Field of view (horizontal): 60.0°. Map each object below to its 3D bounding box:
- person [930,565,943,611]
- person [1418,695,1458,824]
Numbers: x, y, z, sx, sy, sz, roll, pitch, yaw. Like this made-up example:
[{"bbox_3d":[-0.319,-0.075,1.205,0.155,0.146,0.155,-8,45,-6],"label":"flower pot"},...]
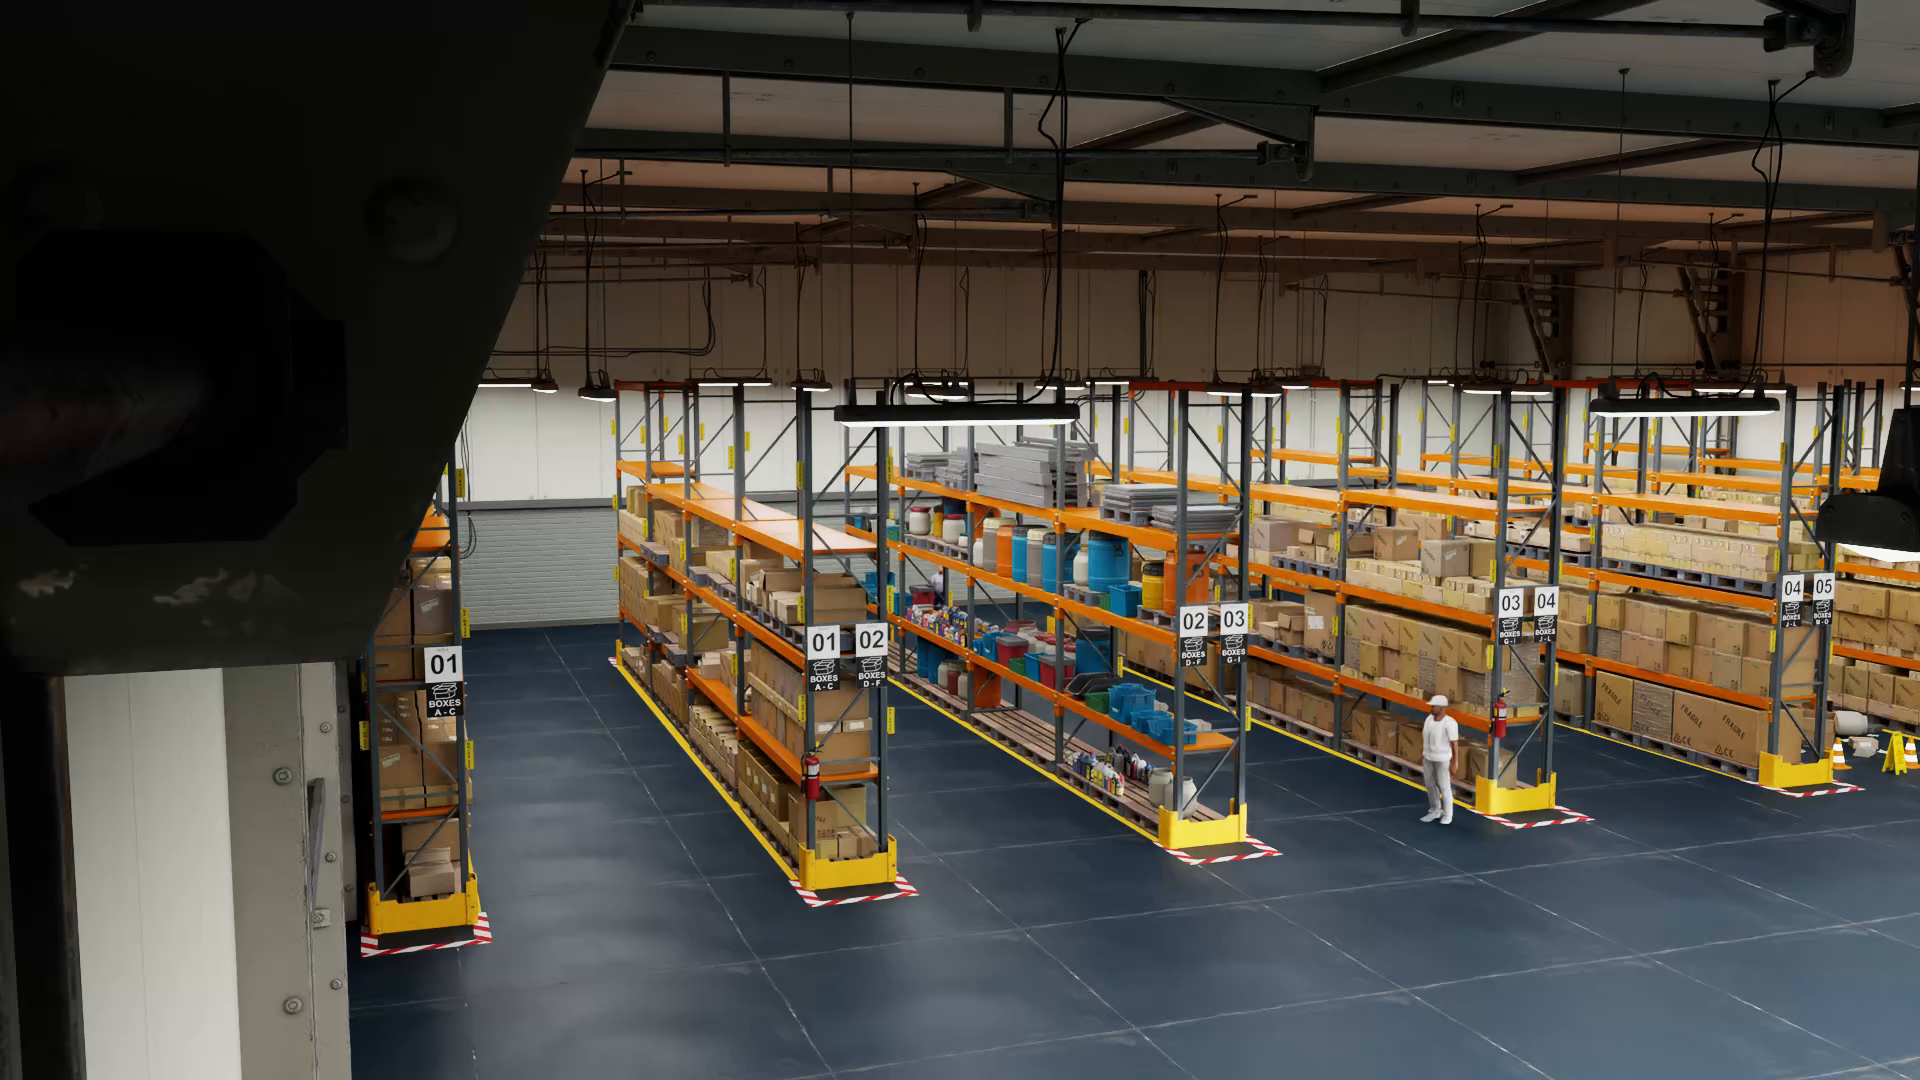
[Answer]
[{"bbox_3d":[-0.468,1.347,39.503,0.505,1.593,0.997,-2,6,-16],"label":"person"},{"bbox_3d":[6.612,3.033,22.956,0.364,1.802,0.679,-4,7,-31],"label":"person"}]
